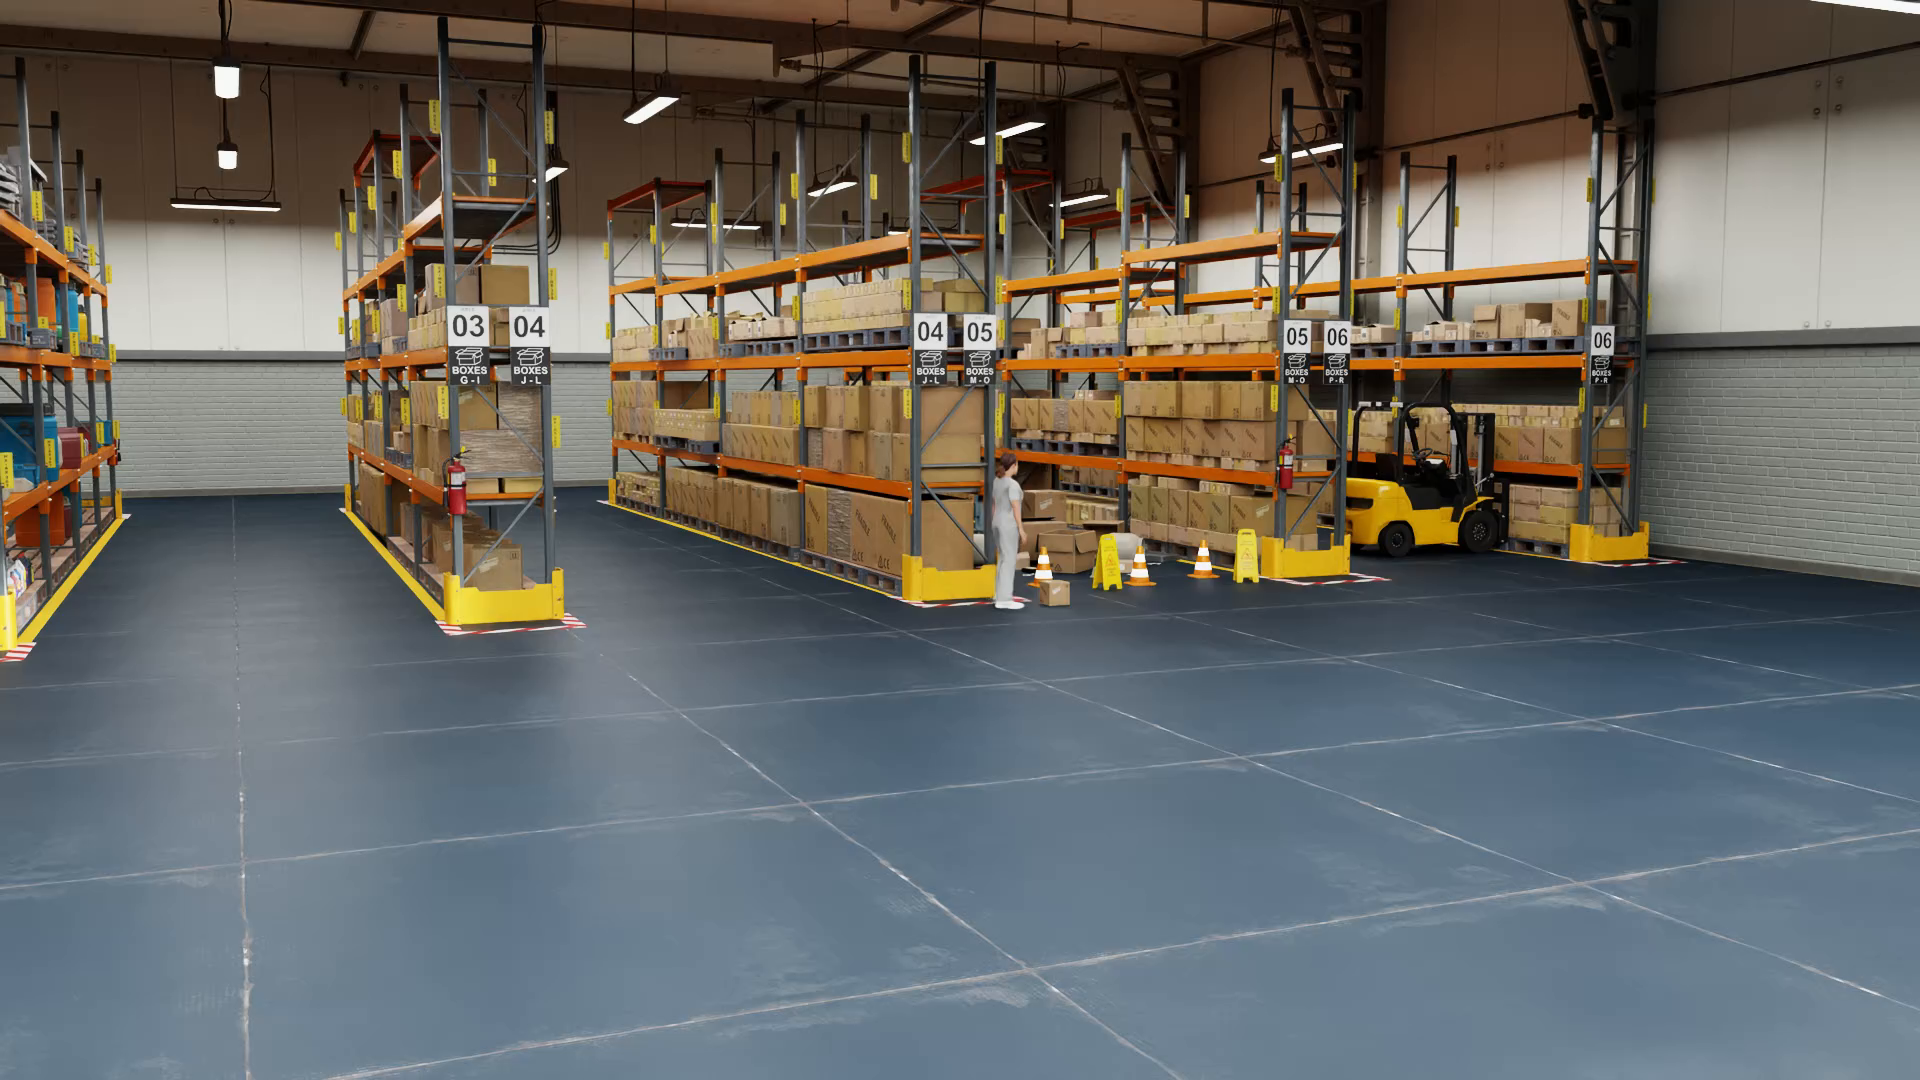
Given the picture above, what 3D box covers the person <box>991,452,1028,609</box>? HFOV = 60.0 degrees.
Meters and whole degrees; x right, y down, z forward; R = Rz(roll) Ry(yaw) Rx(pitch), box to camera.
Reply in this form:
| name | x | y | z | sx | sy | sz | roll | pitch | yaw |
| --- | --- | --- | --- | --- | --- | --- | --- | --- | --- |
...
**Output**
| name | x | y | z | sx | sy | sz | roll | pitch | yaw |
| --- | --- | --- | --- | --- | --- | --- | --- | --- | --- |
| person | 0.512 | -0.099 | 17.957 | 0.471 | 1.694 | 0.680 | -3 | 6 | -28 |
